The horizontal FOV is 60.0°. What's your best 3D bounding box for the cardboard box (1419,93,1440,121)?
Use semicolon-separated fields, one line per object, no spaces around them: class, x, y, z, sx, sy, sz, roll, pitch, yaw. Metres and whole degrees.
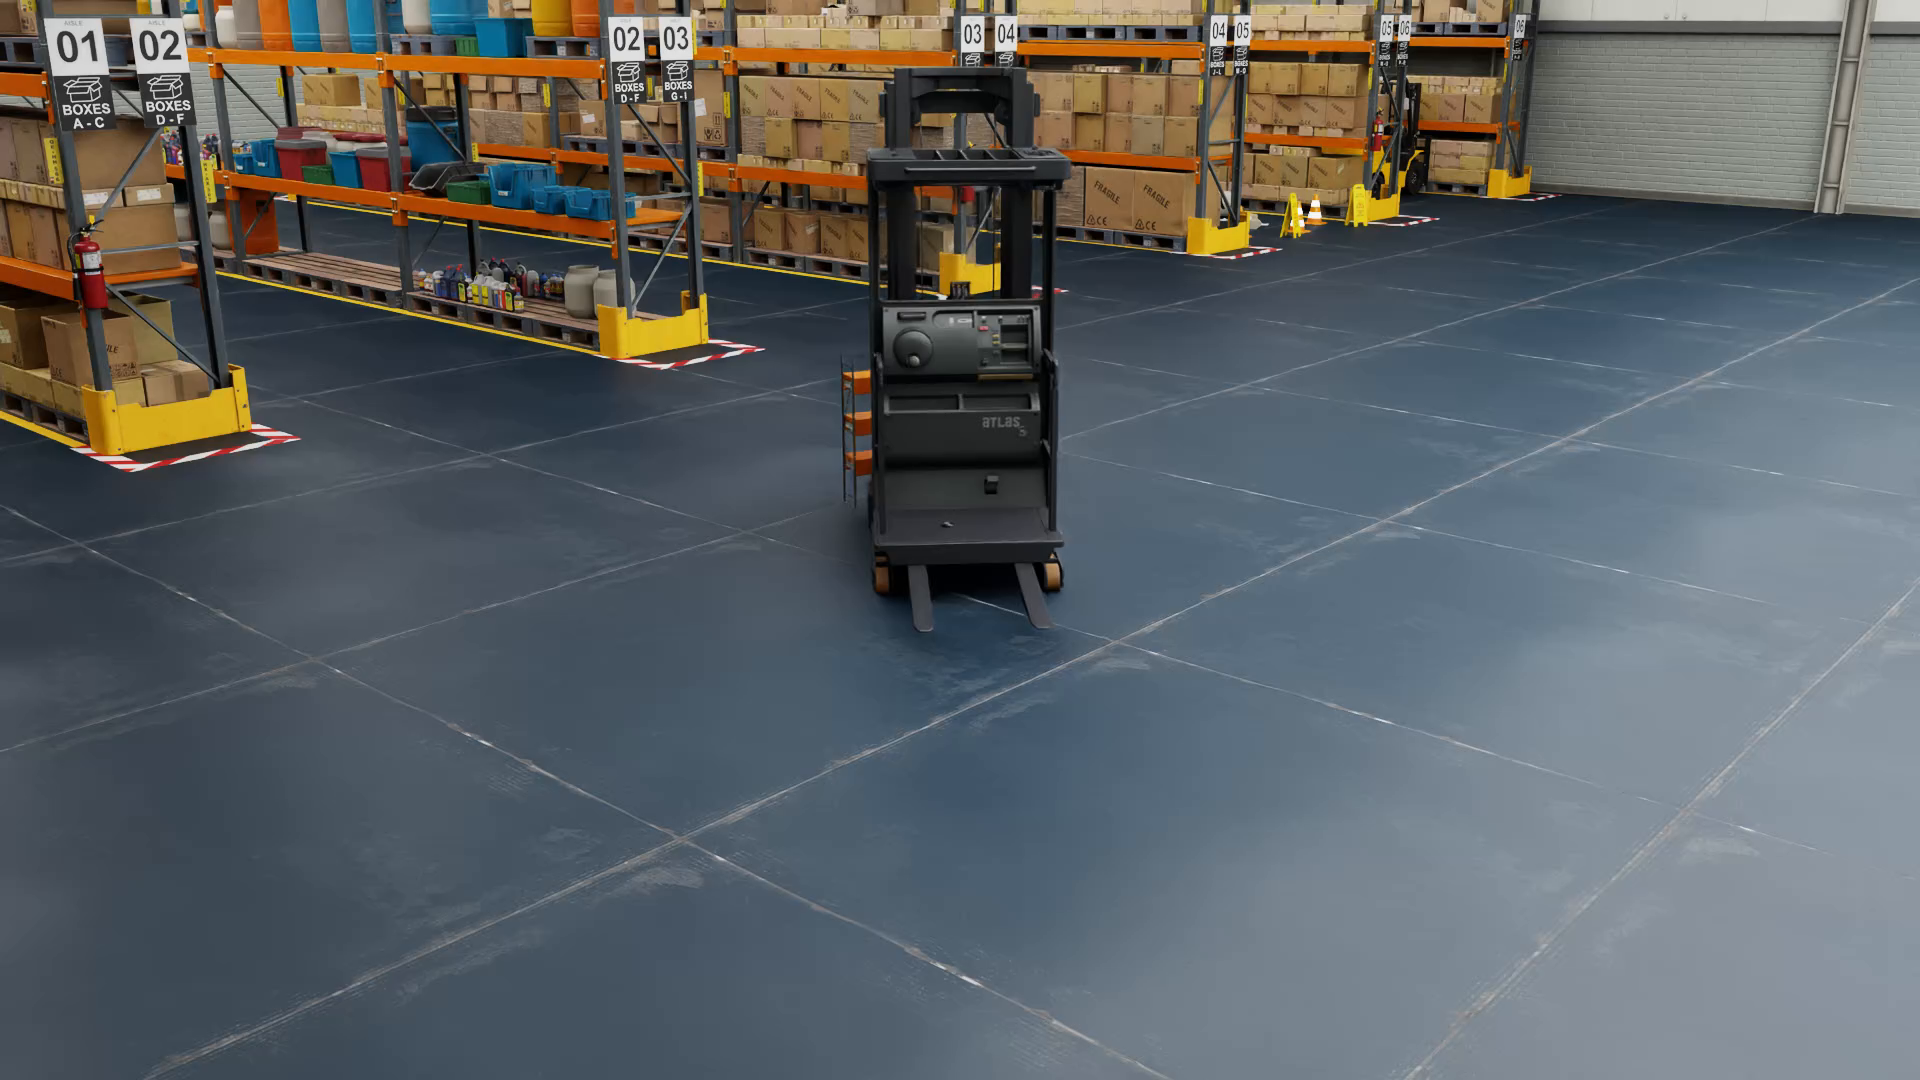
cardboard box;8.862;-8.142;31.234;0.500;0.500;0.500;14;23;38

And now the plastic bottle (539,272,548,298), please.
plastic bottle;-4.620;-2.833;18.453;0.097;0.271;0.097;0;18;0

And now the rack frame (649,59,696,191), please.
rack frame;-5.308;-7.991;30.924;0.127;3.000;1.000;15;23;39

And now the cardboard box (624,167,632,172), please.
cardboard box;-6.177;-7.067;31.539;0.250;0.149;0.380;14;22;37

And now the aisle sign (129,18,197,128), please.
aisle sign;-6.026;-3.535;12.584;0.004;0.787;0.394;15;23;39

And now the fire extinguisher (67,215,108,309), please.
fire extinguisher;-6.498;-2.074;12.406;0.183;0.674;0.296;15;23;39

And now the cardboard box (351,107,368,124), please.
cardboard box;-9.951;-7.195;28.171;0.500;0.250;0.500;16;23;40

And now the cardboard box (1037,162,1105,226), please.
cardboard box;1.777;-5.250;25.106;0.875;0.875;0.875;15;23;40

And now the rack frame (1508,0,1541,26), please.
rack frame;10.170;-10.705;29.559;0.127;3.000;1.000;15;23;39

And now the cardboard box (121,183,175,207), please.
cardboard box;-6.429;-2.724;13.089;0.250;0.149;0.380;15;23;39

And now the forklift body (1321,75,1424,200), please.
forklift body;7.540;-7.409;30.494;1.214;2.155;2.313;15;23;39

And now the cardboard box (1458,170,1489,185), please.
cardboard box;9.609;-6.758;30.891;0.500;0.250;0.500;15;23;40

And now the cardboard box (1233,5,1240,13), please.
cardboard box;4.708;-8.880;27.864;0.250;0.149;0.380;14;22;37

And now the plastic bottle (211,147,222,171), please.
plastic bottle;-9.557;-4.895;21.360;0.133;0.283;0.061;15;23;39

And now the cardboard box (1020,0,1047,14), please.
cardboard box;1.234;-7.870;24.481;0.500;0.250;0.500;15;23;39

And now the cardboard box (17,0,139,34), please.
cardboard box;-6.705;-4.102;12.613;0.797;0.503;0.637;-16;24;-42

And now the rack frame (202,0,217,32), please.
rack frame;-8.971;-7.825;20.483;0.127;3.000;1.000;15;23;39

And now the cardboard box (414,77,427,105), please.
cardboard box;-8.864;-7.471;27.802;0.500;0.500;0.500;15;23;39

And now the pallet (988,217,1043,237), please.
pallet;1.193;-4.885;25.748;1.213;0.211;1.003;15;23;39

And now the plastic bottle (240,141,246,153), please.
plastic bottle;-9.669;-5.246;22.469;0.133;0.283;0.061;15;23;39

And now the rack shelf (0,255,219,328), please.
rack shelf;-7.774;-2.298;14.175;4.000;0.370;1.077;15;23;39

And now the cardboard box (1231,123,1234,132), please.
cardboard box;4.733;-7.080;28.469;0.250;0.149;0.380;15;23;39

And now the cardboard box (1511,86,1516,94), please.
cardboard box;10.088;-8.329;30.752;0.250;0.149;0.380;14;23;38

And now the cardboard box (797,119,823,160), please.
cardboard box;-1.605;-5.182;21.416;0.500;0.500;0.875;15;23;39

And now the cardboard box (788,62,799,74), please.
cardboard box;-3.395;-9.892;35.095;0.500;0.500;0.500;15;23;40

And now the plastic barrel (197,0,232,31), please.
plastic barrel;-9.394;-6.915;21.170;0.708;0.830;0.600;15;23;39

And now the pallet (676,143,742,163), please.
pallet;-3.167;-5.378;23.007;1.213;0.211;1.003;15;23;39

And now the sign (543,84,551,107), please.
sign;-6.050;-6.512;24.349;0.005;0.325;0.100;15;23;39

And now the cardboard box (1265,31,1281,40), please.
cardboard box;5.247;-8.339;27.476;0.250;0.149;0.380;15;23;39

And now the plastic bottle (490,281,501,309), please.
plastic bottle;-4.927;-2.625;17.791;0.135;0.276;0.152;14;22;38

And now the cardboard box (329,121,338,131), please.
cardboard box;-10.658;-7.169;28.749;0.250;0.149;0.380;15;23;39

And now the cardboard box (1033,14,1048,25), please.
cardboard box;1.290;-7.640;24.416;0.250;0.149;0.380;15;23;38

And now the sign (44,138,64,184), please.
sign;-6.649;-2.784;12.211;0.005;0.325;0.100;15;23;39

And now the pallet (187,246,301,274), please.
pallet;-9.589;-3.785;22.282;1.213;0.211;1.003;15;23;39

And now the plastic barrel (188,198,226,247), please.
plastic barrel;-10.193;-4.337;22.704;0.708;0.588;0.600;15;23;39

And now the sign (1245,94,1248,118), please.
sign;4.041;-6.157;23.581;0.005;0.325;0.100;15;23;39

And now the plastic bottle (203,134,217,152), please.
plastic bottle;-10.235;-5.352;22.690;0.185;0.351;0.144;15;23;39

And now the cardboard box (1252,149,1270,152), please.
cardboard box;5.271;-6.510;28.869;0.500;0.500;0.500;17;24;42

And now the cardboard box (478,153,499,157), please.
cardboard box;-7.515;-5.774;26.755;0.875;0.875;1.225;14;22;37

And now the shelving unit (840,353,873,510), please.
shelving unit;-0.649;-0.752;11.337;0.252;1.050;0.215;-9;20;-26

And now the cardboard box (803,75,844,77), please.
cardboard box;-1.798;-5.821;21.776;0.500;0.500;0.500;15;23;39

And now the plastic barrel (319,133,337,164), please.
plastic barrel;-7.745;-4.776;20.609;0.421;0.512;0.421;0;18;0

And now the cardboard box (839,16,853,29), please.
cardboard box;-1.257;-6.342;20.357;0.250;0.149;0.380;14;22;37

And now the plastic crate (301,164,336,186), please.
plastic crate;-7.470;-4.347;19.793;0.662;0.188;0.450;15;23;39

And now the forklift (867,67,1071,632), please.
forklift;0.027;-1.182;9.581;1.130;2.935;3.031;-1;18;-3

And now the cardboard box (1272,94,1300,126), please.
cardboard box;5.546;-7.161;27.651;0.500;0.500;0.500;15;23;39

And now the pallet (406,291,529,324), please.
pallet;-5.505;-2.689;18.827;1.213;0.211;1.003;15;23;39

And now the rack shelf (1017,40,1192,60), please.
rack shelf;2.390;-9.014;30.376;4.000;0.370;1.077;15;23;39

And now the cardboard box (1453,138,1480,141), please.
cardboard box;9.560;-7.451;31.420;0.500;0.250;0.500;15;23;39

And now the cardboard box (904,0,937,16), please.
cardboard box;-0.631;-6.697;20.403;0.500;0.500;0.500;15;23;39

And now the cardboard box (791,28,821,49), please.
cardboard box;-1.762;-6.286;20.840;0.500;0.250;0.500;14;22;37

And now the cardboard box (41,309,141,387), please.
cardboard box;-6.877;-1.527;13.167;0.500;0.500;0.500;15;23;39

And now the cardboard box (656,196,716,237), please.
cardboard box;-3.900;-4.642;23.775;0.500;0.500;0.700;13;22;35

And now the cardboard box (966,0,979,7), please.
cardboard box;0.512;-10.049;31.585;0.637;0.503;0.797;13;22;36

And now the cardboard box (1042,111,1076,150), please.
cardboard box;1.712;-6.145;24.858;0.550;0.550;0.875;15;23;39
